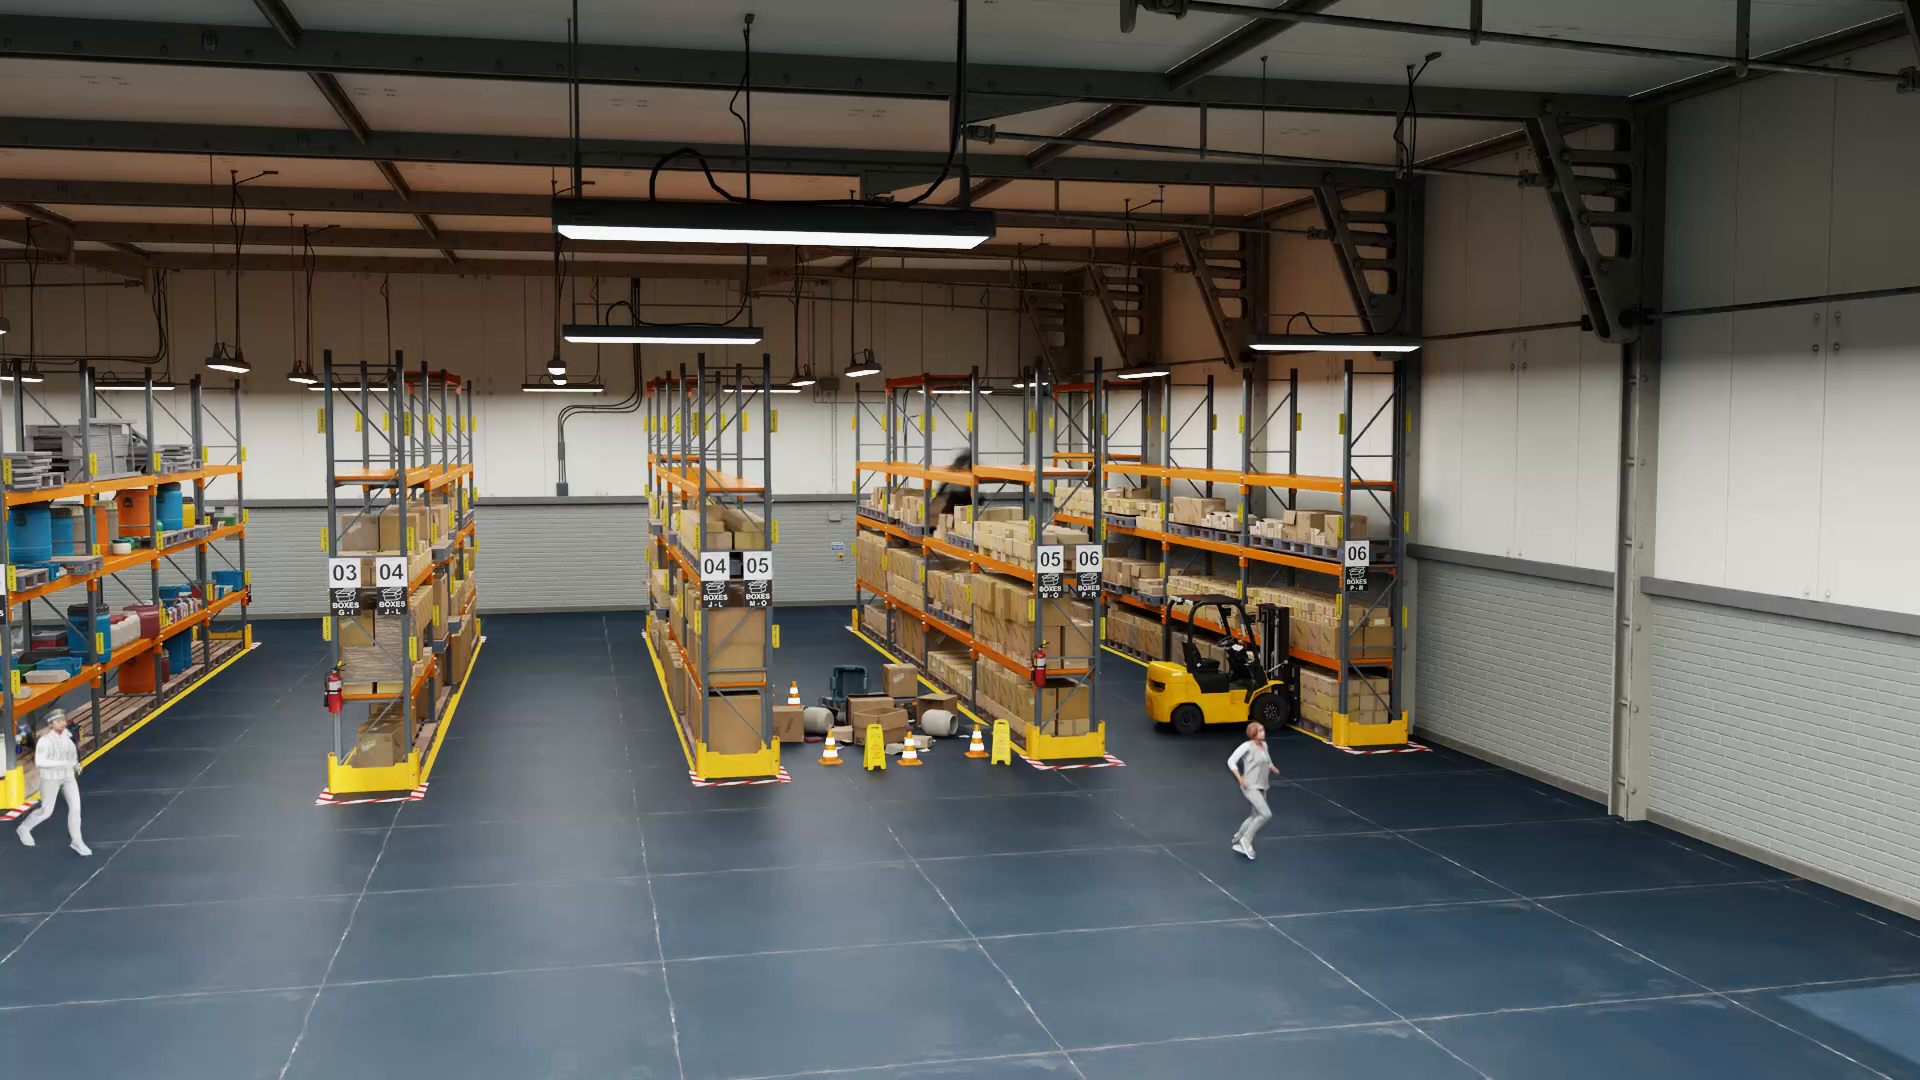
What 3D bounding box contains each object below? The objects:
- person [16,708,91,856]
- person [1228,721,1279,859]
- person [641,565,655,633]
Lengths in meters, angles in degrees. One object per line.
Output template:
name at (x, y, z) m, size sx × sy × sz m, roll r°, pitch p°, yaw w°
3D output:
person at (-10.565, 2.805, 19.417) m, size 0.938 × 1.721 × 0.616 m, roll 2°, pitch 4°, yaw 23°
person at (3.400, 2.872, 19.149) m, size 0.557 × 1.577 × 0.593 m, roll 4°, pitch 6°, yaw 44°
person at (-7.334, 1.368, 40.139) m, size 0.727 × 1.711 × 0.595 m, roll -2°, pitch 4°, yaw -26°
